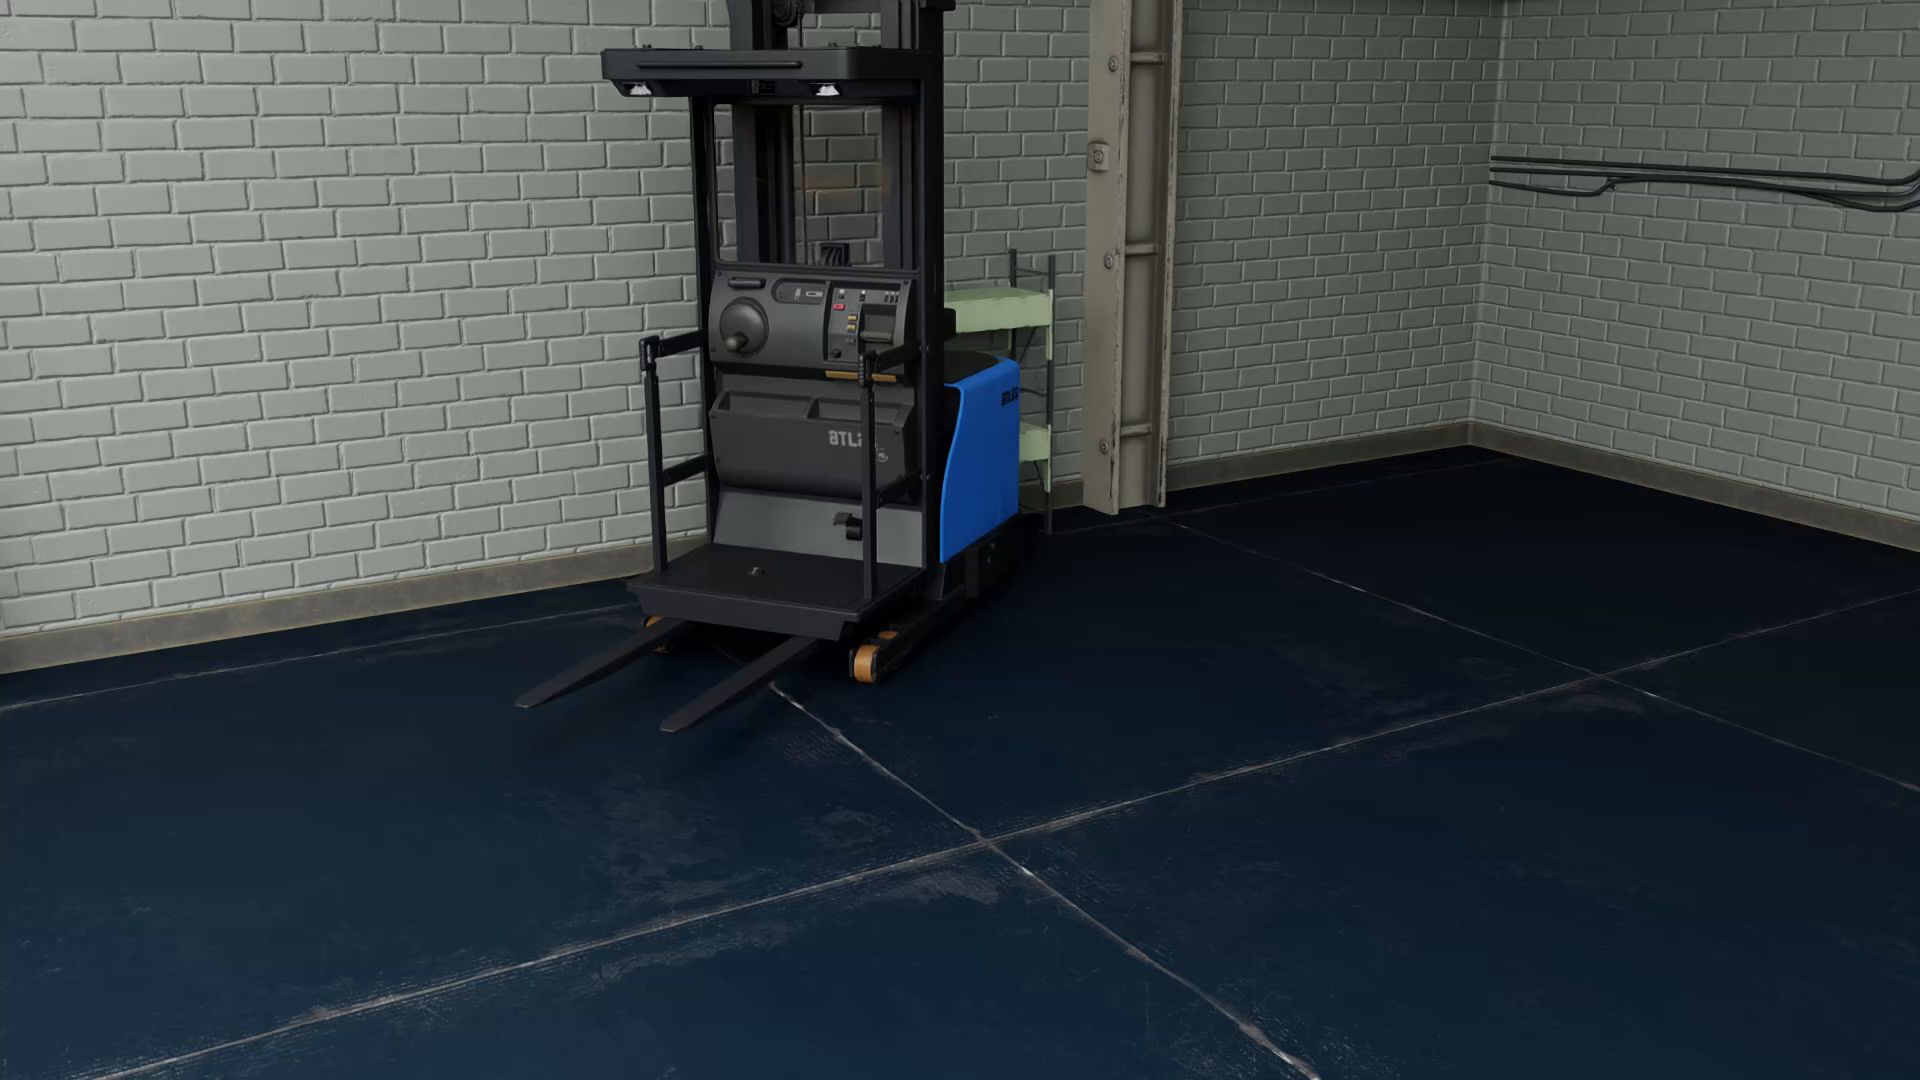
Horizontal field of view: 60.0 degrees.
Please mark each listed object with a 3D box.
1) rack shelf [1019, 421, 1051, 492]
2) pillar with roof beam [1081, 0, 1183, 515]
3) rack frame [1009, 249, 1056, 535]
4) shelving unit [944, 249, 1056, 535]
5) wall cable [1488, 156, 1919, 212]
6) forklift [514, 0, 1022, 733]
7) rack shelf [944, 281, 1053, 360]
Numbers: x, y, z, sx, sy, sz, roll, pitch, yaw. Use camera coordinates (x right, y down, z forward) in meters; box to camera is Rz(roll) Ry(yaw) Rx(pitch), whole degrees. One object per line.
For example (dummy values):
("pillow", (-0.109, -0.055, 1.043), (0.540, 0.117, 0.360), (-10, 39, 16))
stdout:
("rack shelf", (0.071, -0.432, 8.880), (0.720, 0.370, 0.431), (-9, 18, -30))
("pillar with roof beam", (3.161, -3.541, 4.869), (0.400, 9.000, 9.100), (-9, 18, -30))
("rack frame", (0.382, -0.798, 8.977), (0.023, 1.500, 0.400), (-9, 18, -30))
("shelving unit", (0.071, -0.746, 8.792), (0.755, 1.500, 0.431), (-9, 18, -30))
("wall cable", (4.150, -3.145, 9.211), (0.112, 2.526, 3.097), (-9, 18, -30))
("forklift", (-0.721, -0.948, 6.863), (1.130, 2.935, 3.031), (6, 17, 21))
("rack shelf", (0.070, -1.122, 8.687), (0.720, 0.370, 0.431), (-9, 18, -30))
